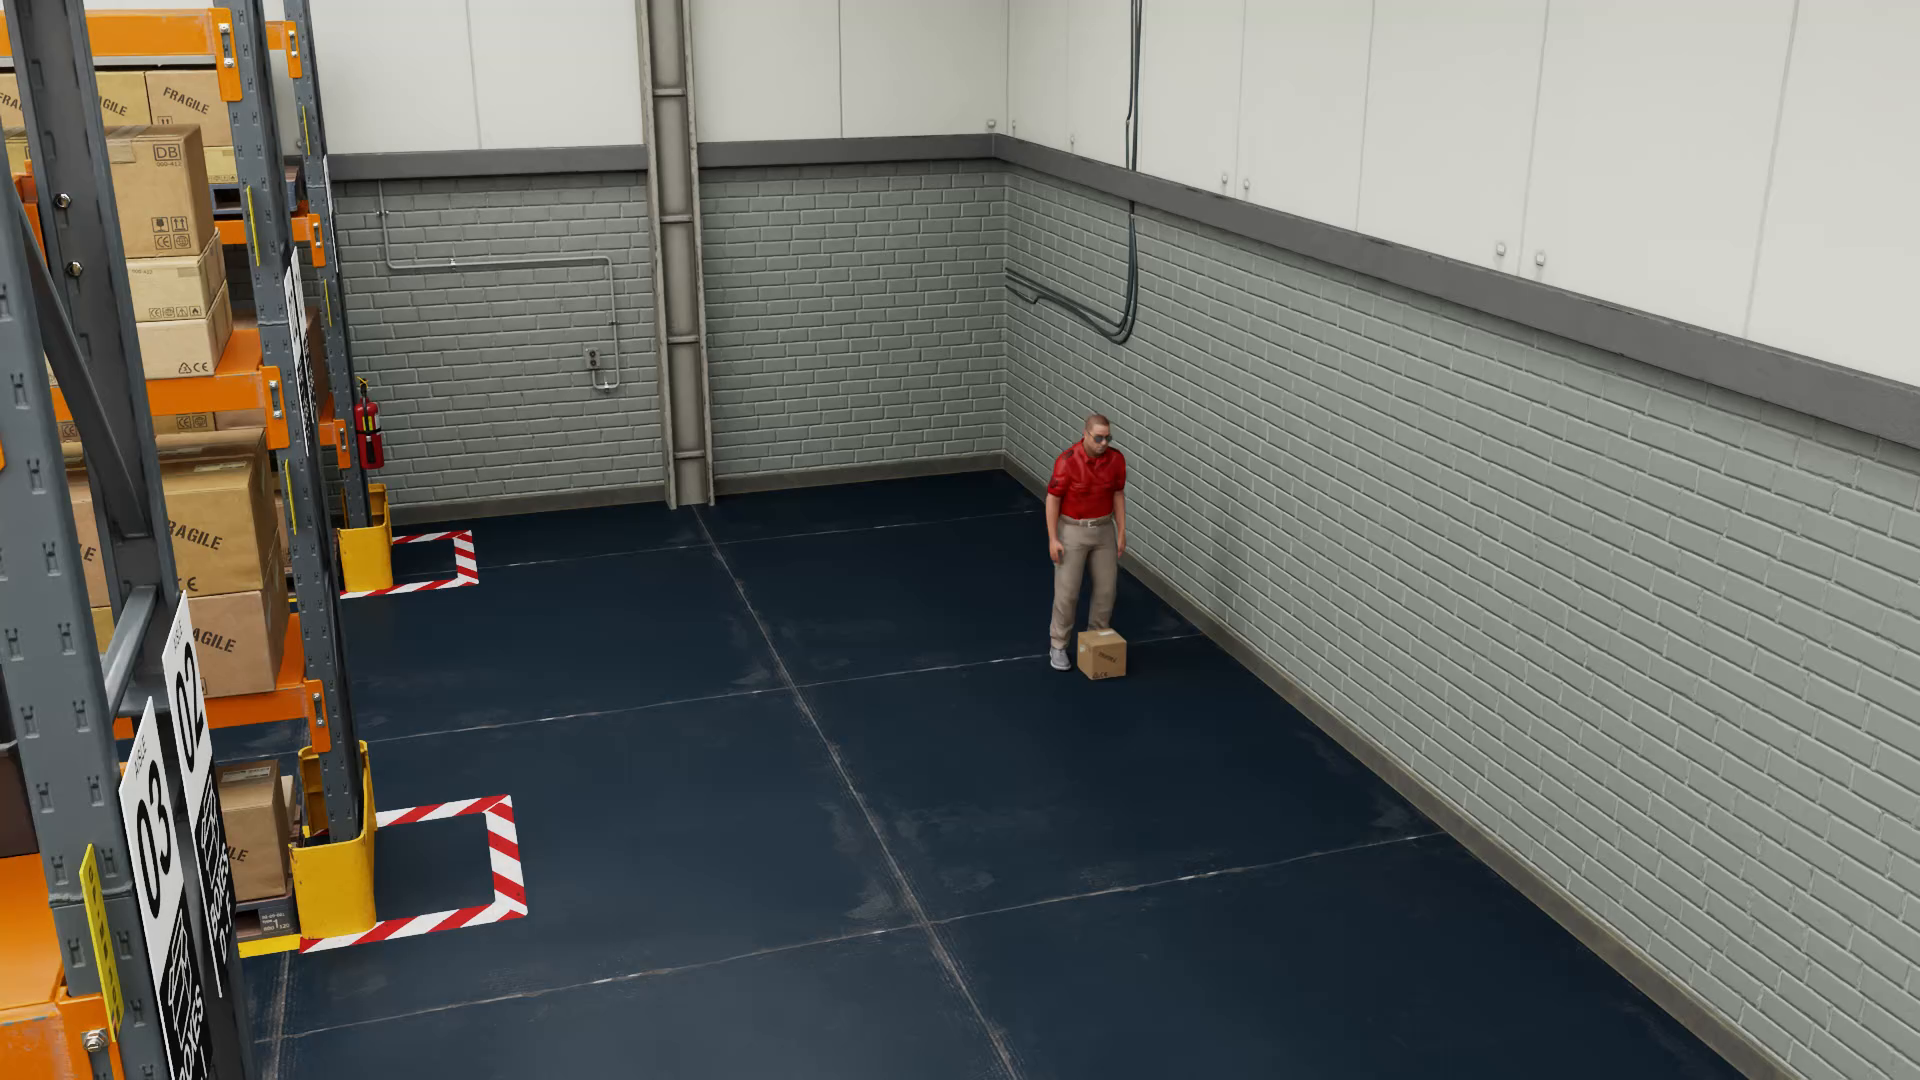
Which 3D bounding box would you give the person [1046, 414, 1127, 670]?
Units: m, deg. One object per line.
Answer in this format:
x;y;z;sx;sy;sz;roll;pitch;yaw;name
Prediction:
0.855;-0.013;11.125;0.580;1.725;0.392;-7;20;-19;person
